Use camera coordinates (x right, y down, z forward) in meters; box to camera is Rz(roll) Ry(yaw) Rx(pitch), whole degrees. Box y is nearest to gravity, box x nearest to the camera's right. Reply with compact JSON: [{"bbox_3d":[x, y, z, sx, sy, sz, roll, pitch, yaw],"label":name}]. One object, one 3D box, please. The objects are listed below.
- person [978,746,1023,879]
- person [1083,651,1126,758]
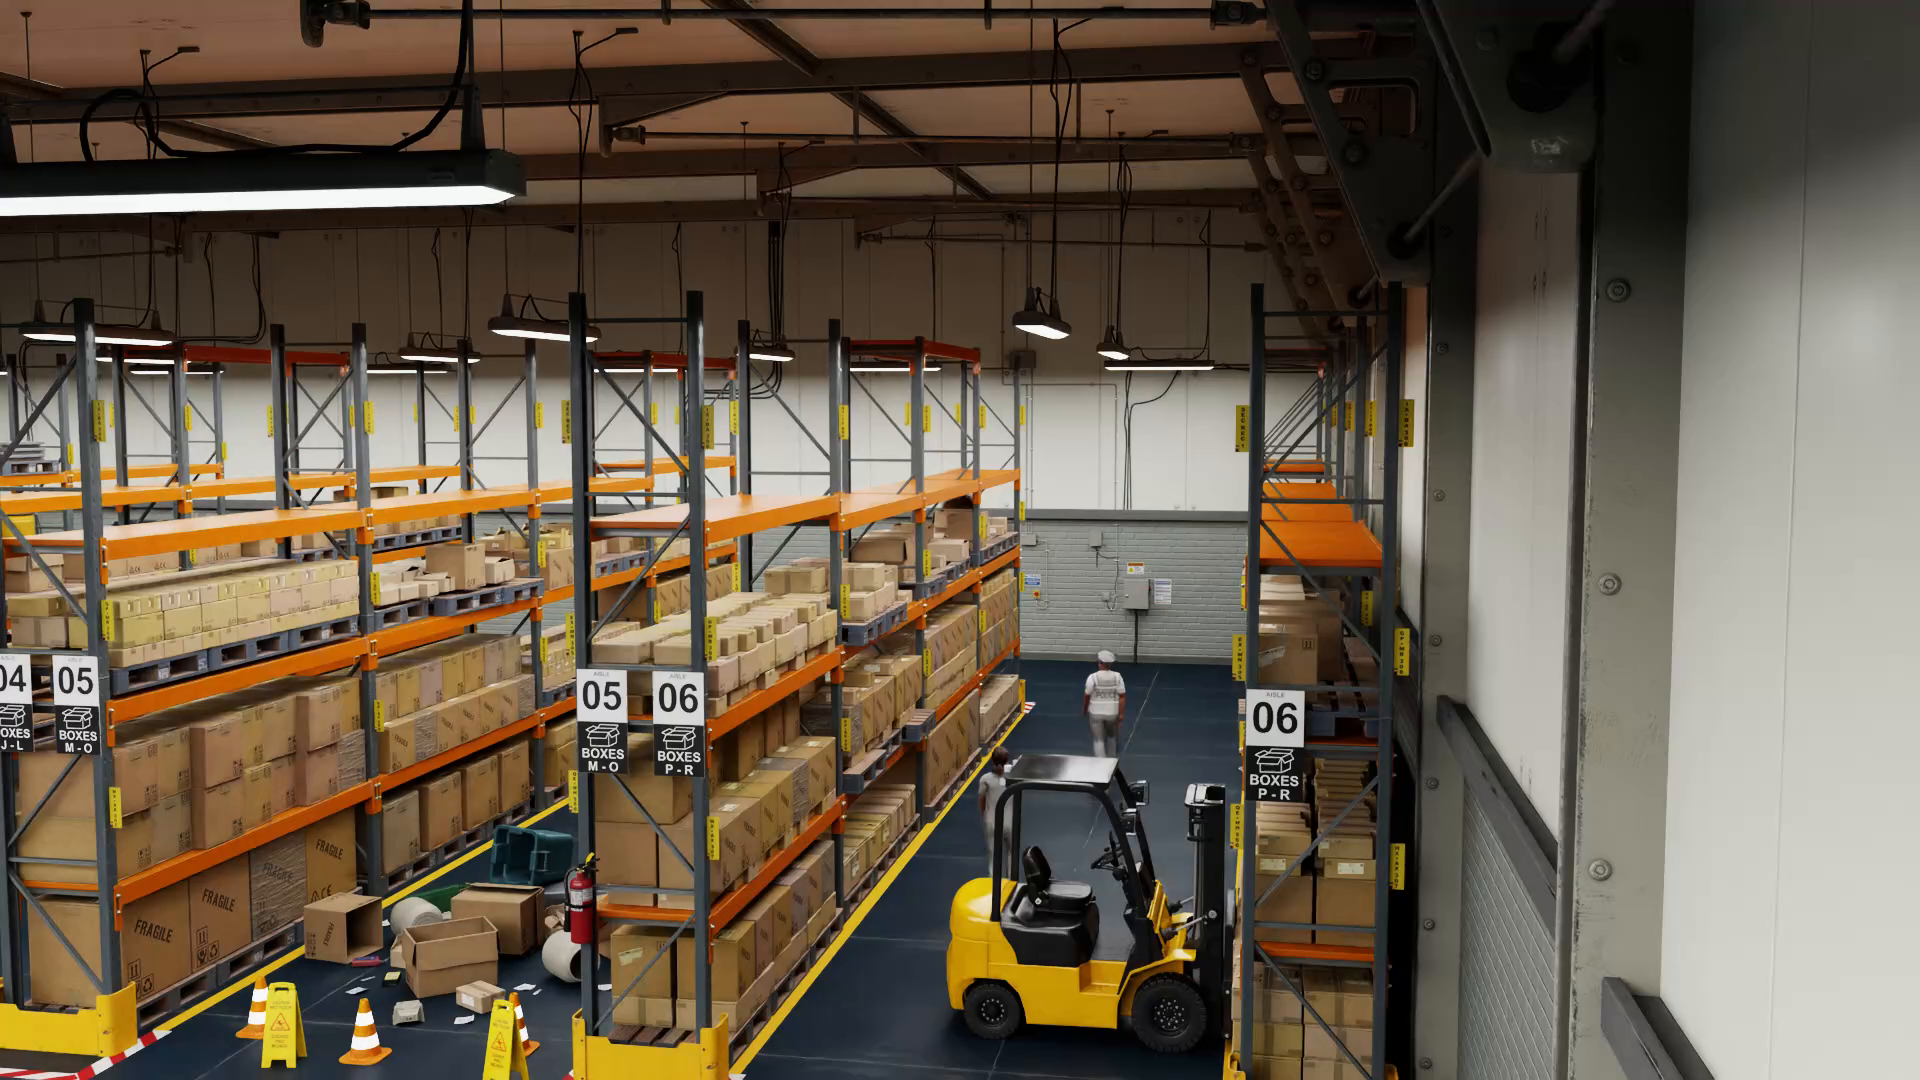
[{"bbox_3d":[0.422,2.955,17.139,0.470,1.679,0.676,1,5,7],"label":"person"},{"bbox_3d":[1.998,2.420,23.117,0.578,1.802,0.763,0,5,-2],"label":"person"}]
